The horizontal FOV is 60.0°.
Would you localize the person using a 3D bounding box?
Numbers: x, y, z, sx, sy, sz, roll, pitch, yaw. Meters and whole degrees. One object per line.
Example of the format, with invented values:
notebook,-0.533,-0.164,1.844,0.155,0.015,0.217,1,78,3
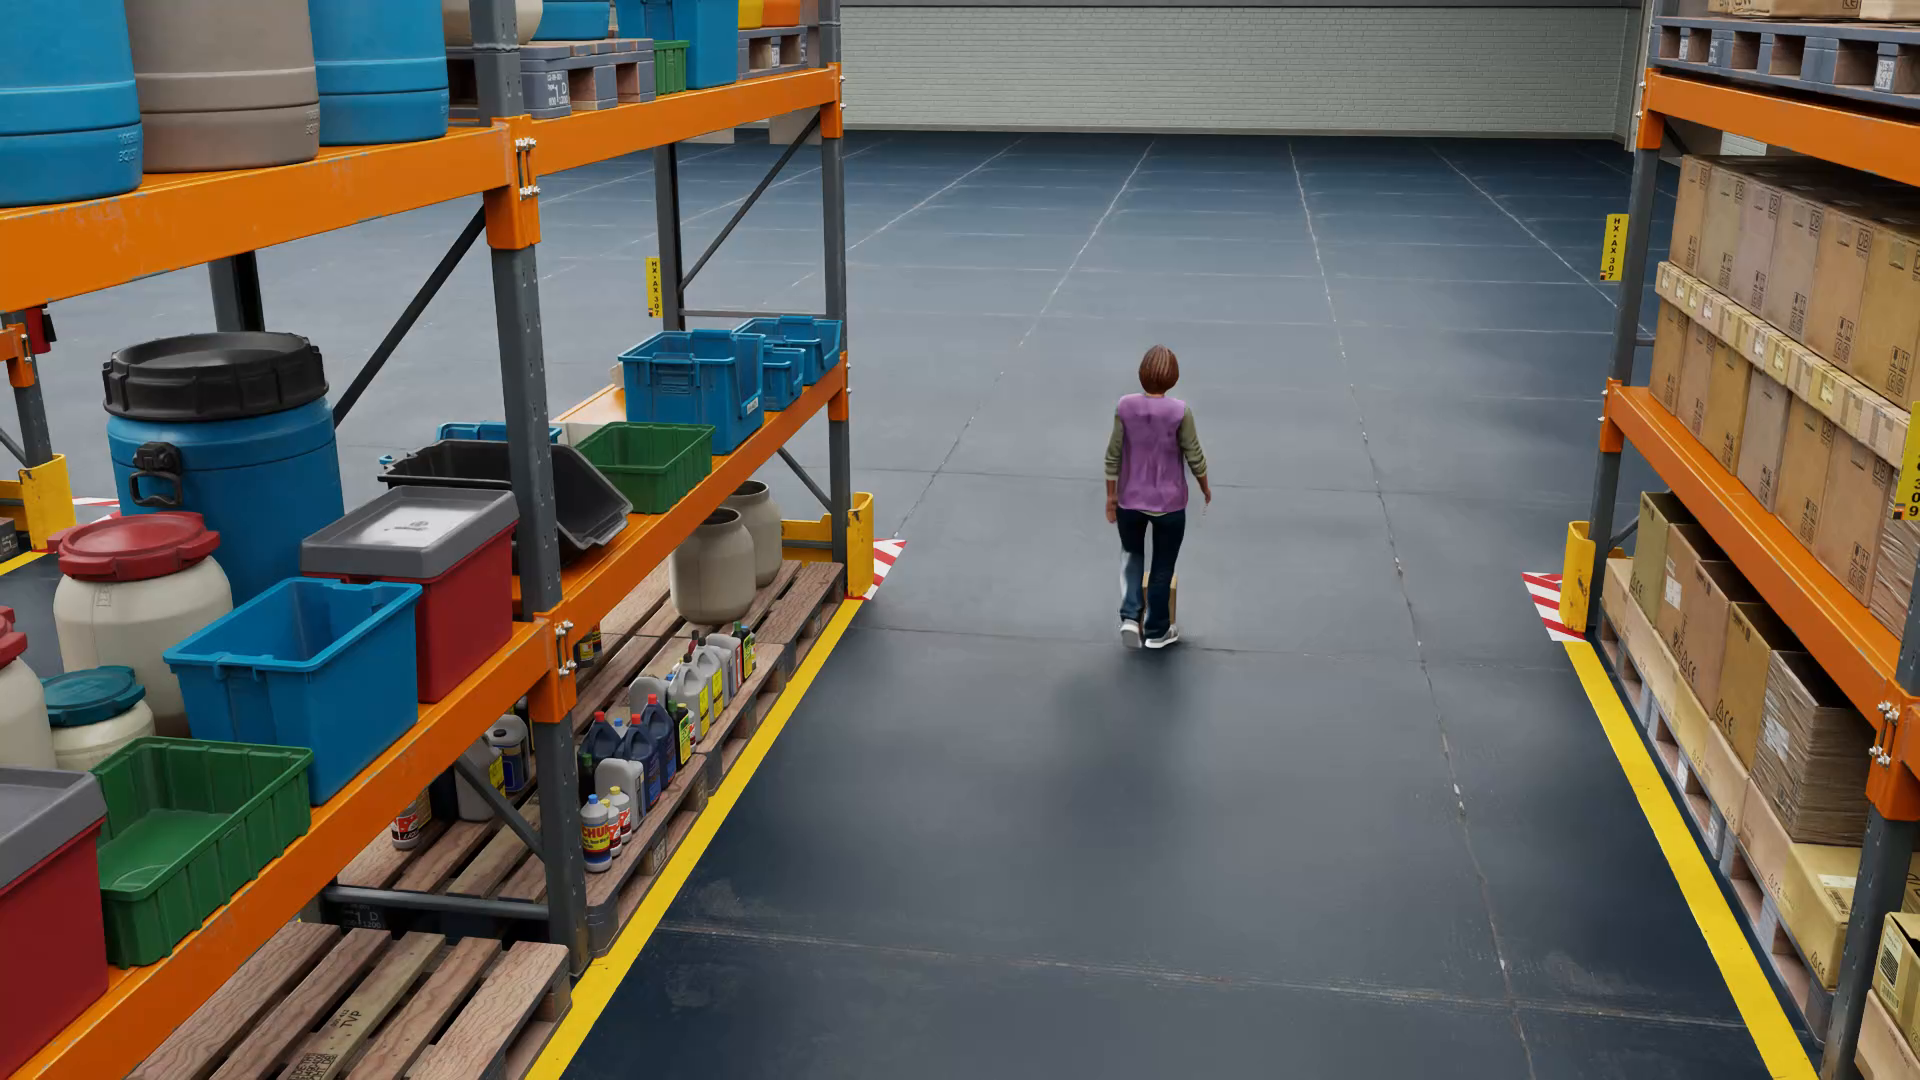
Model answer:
person,0.962,-0.184,8.133,0.485,1.573,0.554,7,19,20
